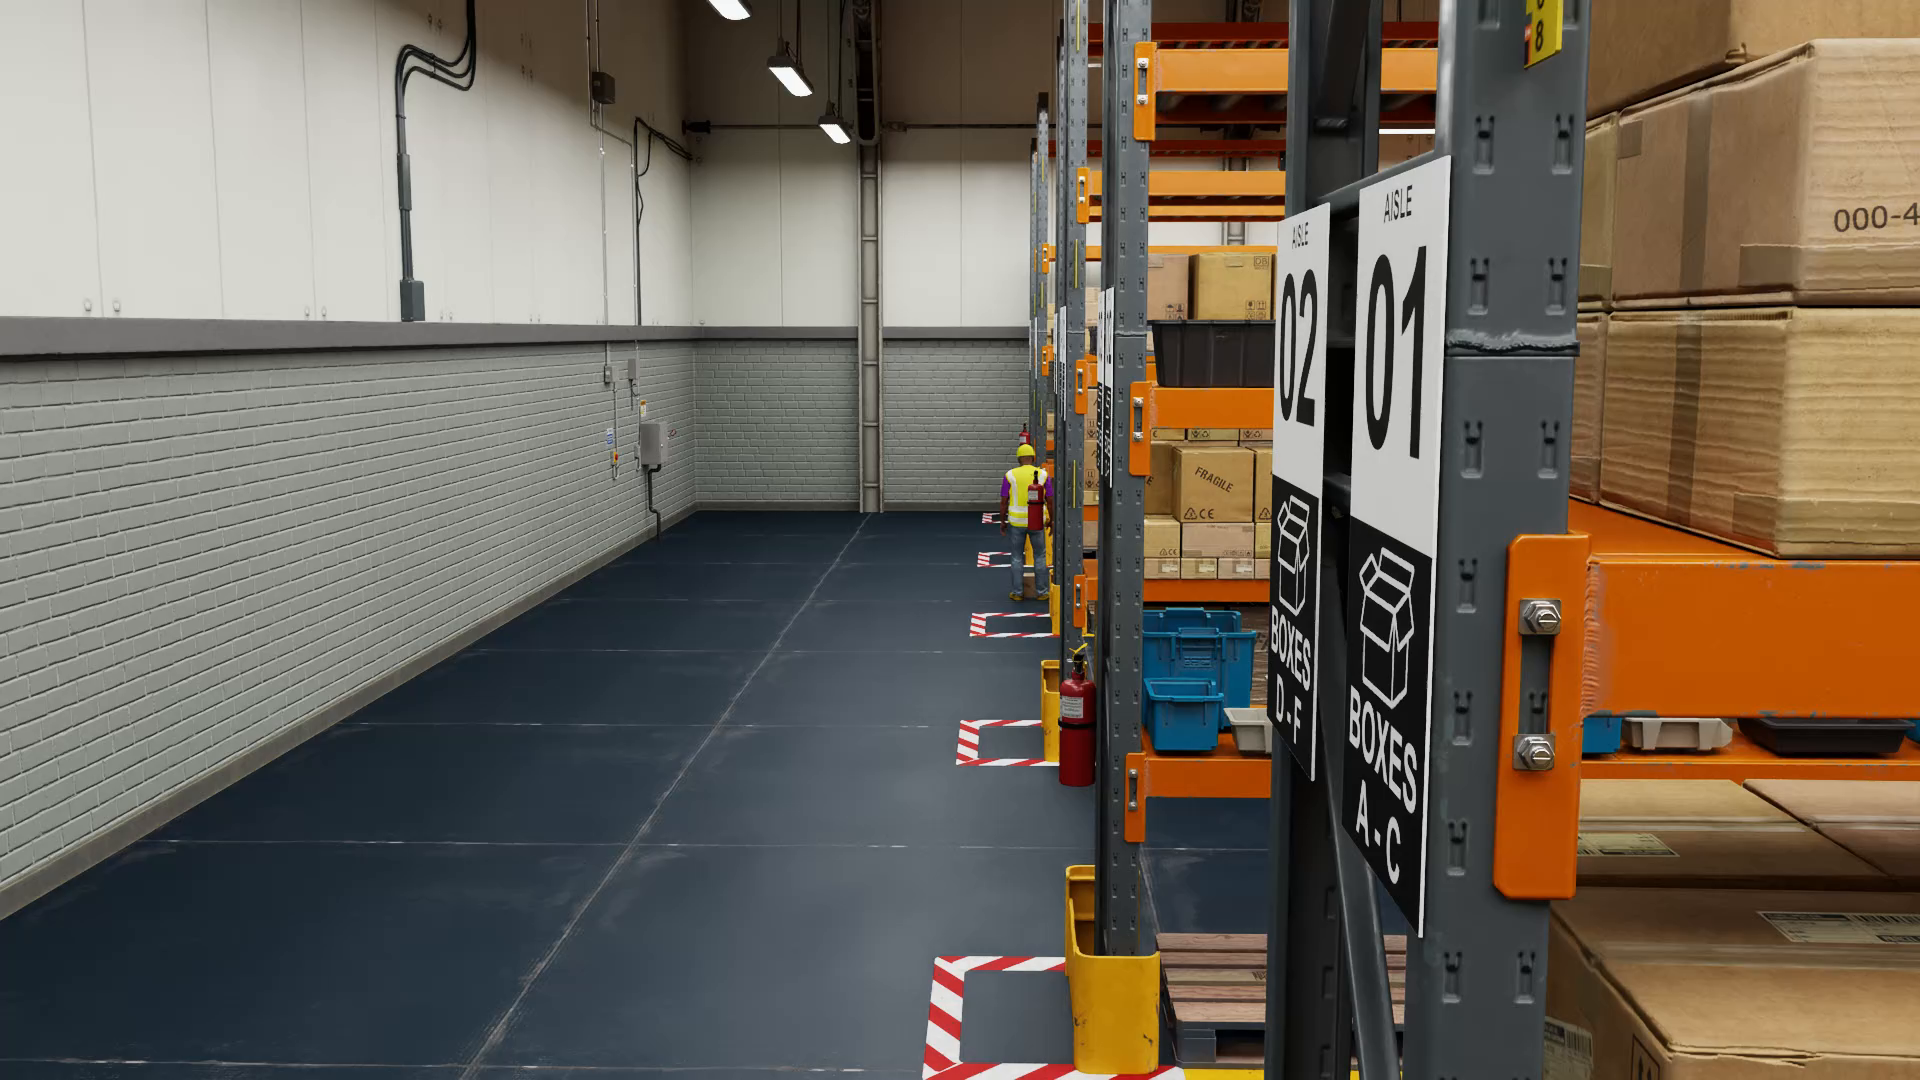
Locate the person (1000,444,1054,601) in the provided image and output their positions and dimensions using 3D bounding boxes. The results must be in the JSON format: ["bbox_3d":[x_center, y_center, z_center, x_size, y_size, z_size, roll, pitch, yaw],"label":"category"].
[{"bbox_3d":[0.763,-0.200,18.778,0.627,1.761,0.456,0,7,2],"label":"person"}]
